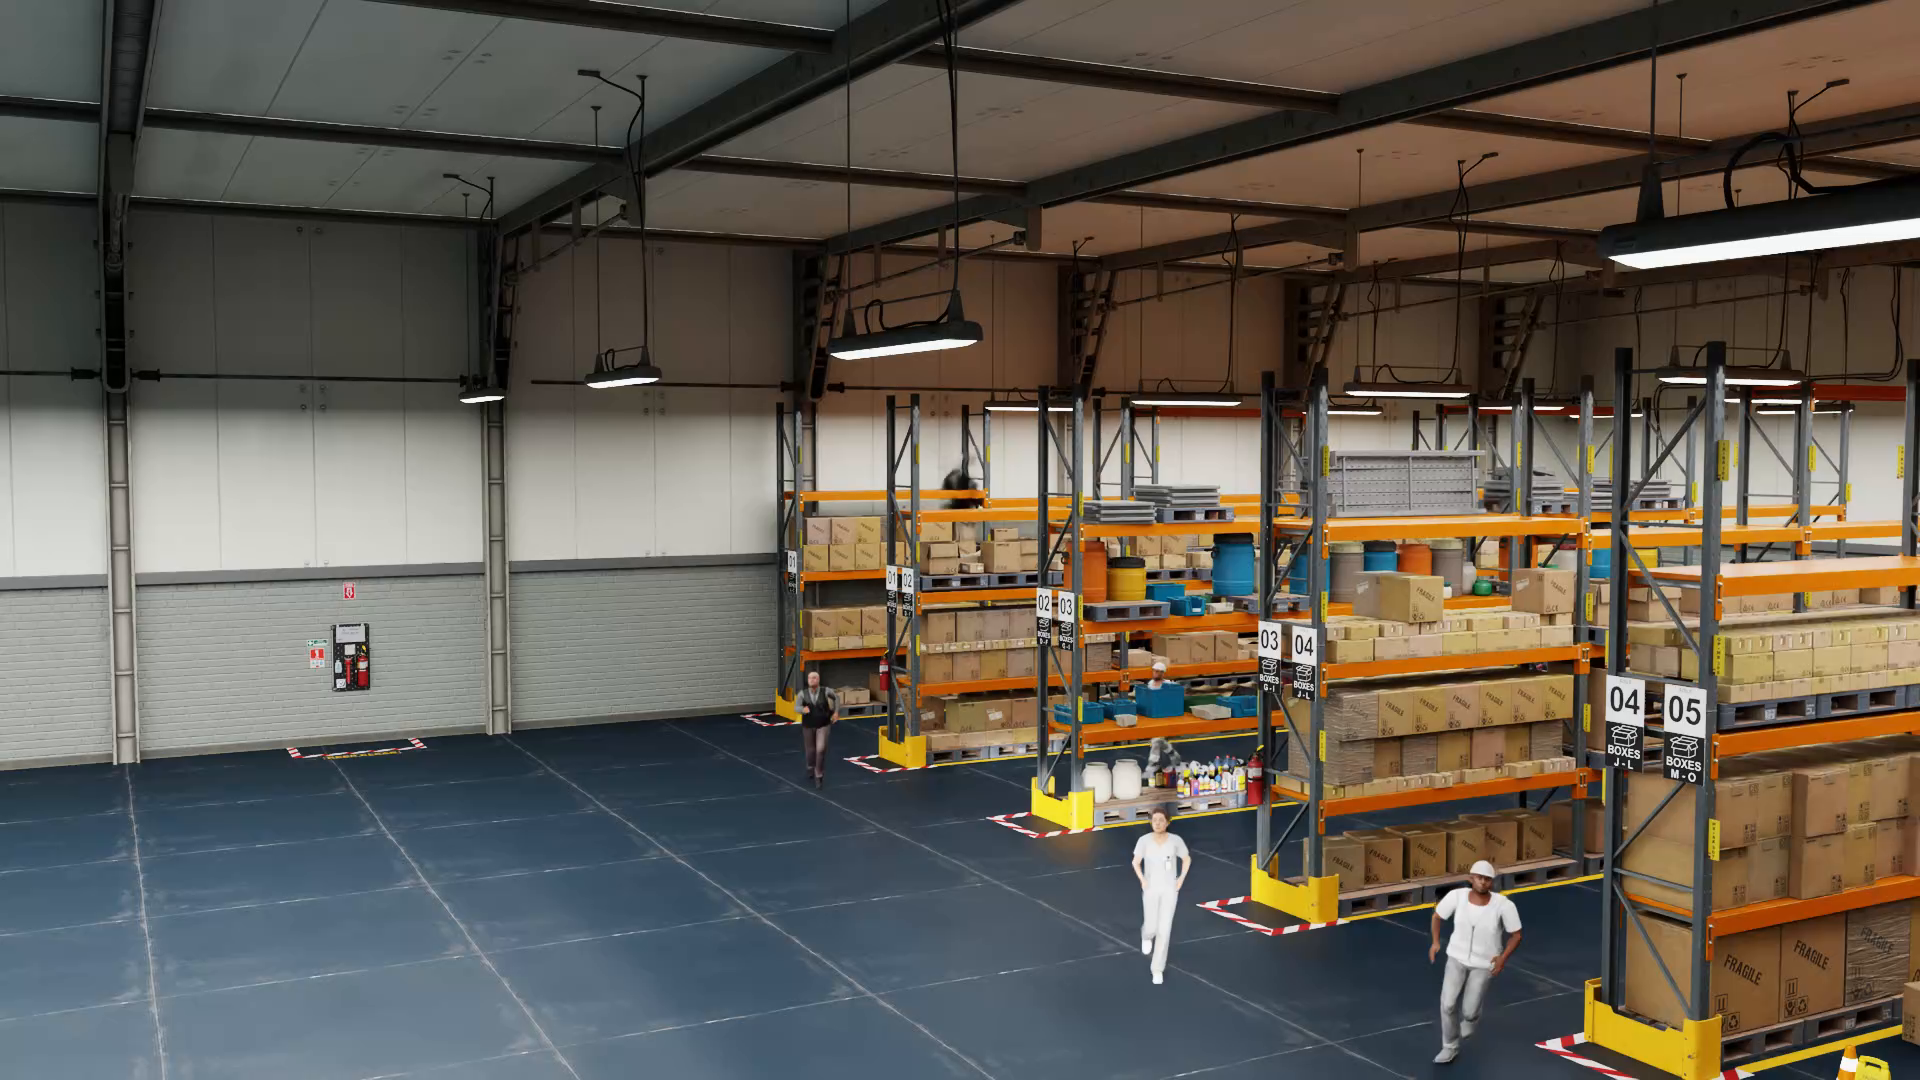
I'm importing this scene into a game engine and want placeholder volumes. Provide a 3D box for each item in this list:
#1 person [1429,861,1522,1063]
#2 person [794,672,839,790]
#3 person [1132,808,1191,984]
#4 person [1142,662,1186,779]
[{"bbox_3d":[4.329,3.527,13.998,0.743,1.712,0.598,2,4,30],"label":"person"},{"bbox_3d":[-2.183,2.877,25.316,0.665,1.770,0.898,0,3,3],"label":"person"},{"bbox_3d":[1.975,3.434,16.289,0.572,1.654,0.734,0,3,8],"label":"person"},{"bbox_3d":[3.116,2.748,25.814,0.999,1.716,0.664,-3,4,-40],"label":"person"}]
